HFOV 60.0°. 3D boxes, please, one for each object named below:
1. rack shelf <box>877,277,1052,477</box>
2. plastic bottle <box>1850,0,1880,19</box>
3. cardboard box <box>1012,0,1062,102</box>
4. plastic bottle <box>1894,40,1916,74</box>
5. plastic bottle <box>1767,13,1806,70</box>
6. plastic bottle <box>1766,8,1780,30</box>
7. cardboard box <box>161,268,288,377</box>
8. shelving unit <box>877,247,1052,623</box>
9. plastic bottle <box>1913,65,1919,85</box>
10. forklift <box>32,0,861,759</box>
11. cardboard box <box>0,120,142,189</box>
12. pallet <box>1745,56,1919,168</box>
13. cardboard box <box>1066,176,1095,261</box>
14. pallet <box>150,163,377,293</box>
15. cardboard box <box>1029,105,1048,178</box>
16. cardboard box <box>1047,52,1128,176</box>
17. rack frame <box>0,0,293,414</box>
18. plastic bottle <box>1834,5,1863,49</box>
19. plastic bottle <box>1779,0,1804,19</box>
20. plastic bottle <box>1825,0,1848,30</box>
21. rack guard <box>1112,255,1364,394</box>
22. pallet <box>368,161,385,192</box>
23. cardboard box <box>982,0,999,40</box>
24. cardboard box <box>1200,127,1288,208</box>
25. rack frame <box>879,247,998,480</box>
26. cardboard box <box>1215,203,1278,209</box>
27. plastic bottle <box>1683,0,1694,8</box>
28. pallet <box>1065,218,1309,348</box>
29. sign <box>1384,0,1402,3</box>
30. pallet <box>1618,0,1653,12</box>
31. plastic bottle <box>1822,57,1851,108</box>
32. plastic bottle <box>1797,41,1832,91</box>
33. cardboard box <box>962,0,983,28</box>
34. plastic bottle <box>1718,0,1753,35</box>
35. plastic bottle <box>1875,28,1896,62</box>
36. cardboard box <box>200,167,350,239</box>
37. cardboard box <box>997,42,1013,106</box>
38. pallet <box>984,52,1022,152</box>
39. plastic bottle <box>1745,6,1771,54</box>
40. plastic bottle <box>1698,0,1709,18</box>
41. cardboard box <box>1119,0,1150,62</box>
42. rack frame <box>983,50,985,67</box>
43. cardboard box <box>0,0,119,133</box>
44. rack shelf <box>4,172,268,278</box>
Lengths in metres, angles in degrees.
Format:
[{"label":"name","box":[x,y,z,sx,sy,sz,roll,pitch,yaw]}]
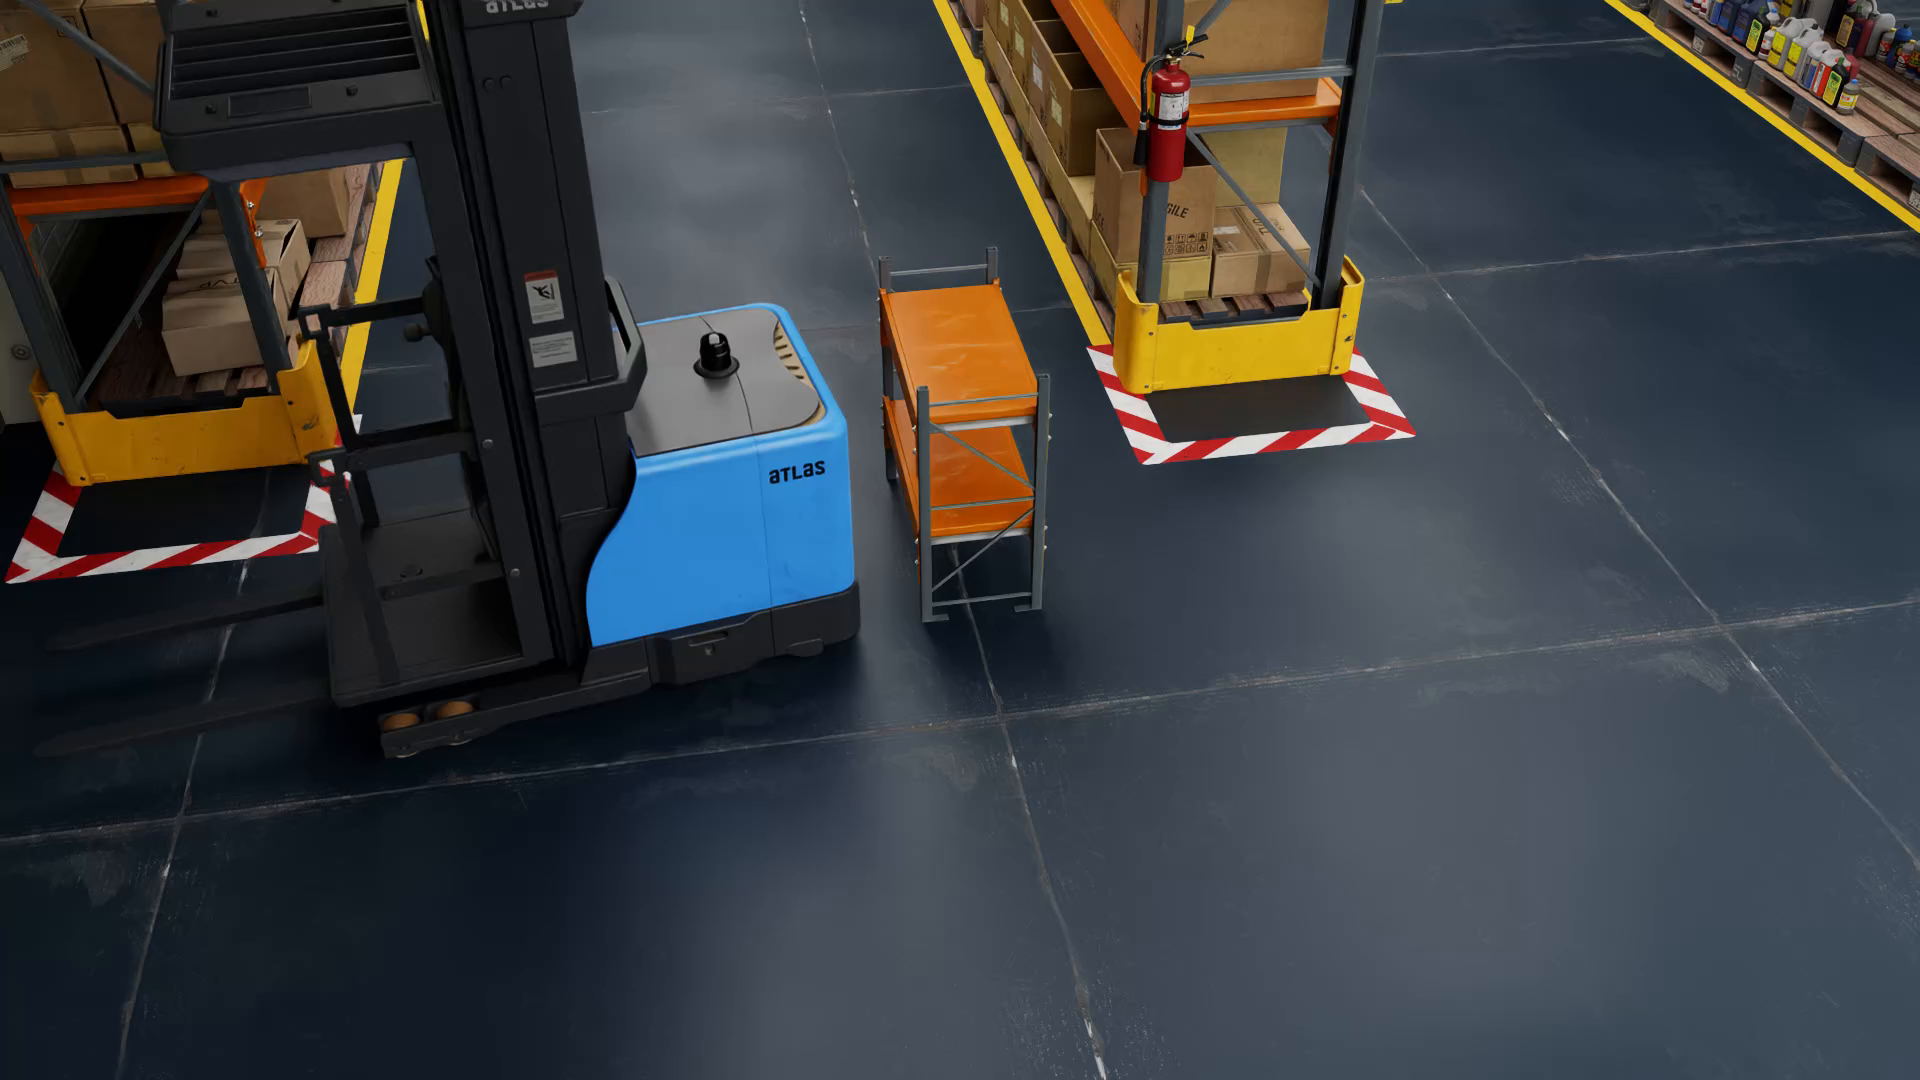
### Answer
[{"label":"rack shelf","box":[-0.001,-0.679,6.731,0.538,0.278,1.000,-6,38,-8]},{"label":"plastic bottle","box":[6.024,-3.483,11.088,0.144,0.351,0.185,-6,38,-8]},{"label":"cardboard box","box":[0.608,-2.952,9.892,0.500,0.500,0.500,-6,38,-8]},{"label":"plastic bottle","box":[6.132,-3.133,10.759,0.097,0.201,0.097,0,38,0]},{"label":"plastic bottle","box":[5.377,-3.249,10.787,0.144,0.351,0.185,-7,38,-8]},{"label":"plastic bottle","box":[5.366,-3.389,11.033,0.097,0.271,0.097,0,38,0]},{"label":"cardboard box","box":[-3.548,-1.082,8.031,0.500,0.311,0.500,-10,39,-13]},{"label":"shelving unit","box":[-0.001,-0.448,6.910,0.538,1.125,1.048,-6,38,-8]},{"label":"plastic bottle","box":[6.167,-3.040,10.583,0.097,0.271,0.097,0,38,0]},{"label":"forklift","box":[-1.973,-0.713,5.779,3.031,2.935,1.130,-12,39,-15]},{"label":"cardboard box","box":[-3.788,-1.753,7.167,0.500,0.250,0.500,-6,38,-7]},{"label":"pallet","box":[5.831,-2.774,10.649,1.003,0.211,1.213,-6,38,-8]},{"label":"cardboard box","box":[0.876,-1.750,8.957,0.500,0.250,0.500,-6,38,-8]},{"label":"pallet","box":[-3.847,-1.717,9.288,1.003,0.211,1.213,-6,38,-8]},{"label":"cardboard box","box":[0.701,-2.354,9.734,0.500,0.250,0.500,-6,38,-8]},{"label":"cardboard box","box":[0.784,-2.348,9.115,0.500,0.500,0.500,-6,38,-8]},{"label":"rack frame","box":[-3.516,-1.542,6.790,1.000,3.000,0.127,-6,38,-8]},{"label":"plastic bottle","box":[5.927,-3.429,11.075,0.061,0.283,0.133,-6,38,-8]},{"label":"plastic bottle","box":[5.792,-3.778,11.469,0.144,0.351,0.185,-6,38,-8]},{"label":"plastic bottle","box":[5.967,-3.678,11.339,0.144,0.351,0.185,-8,39,-10]},{"label":"rack guard","box":[1.365,-1.076,8.227,1.175,0.500,0.348,-6,38,-8]},{"label":"pallet","box":[-4.064,-2.455,10.238,1.003,0.211,1.213,-6,38,-8]},{"label":"cardboard box","box":[0.433,-3.556,10.670,0.500,0.500,0.500,-6,38,-8]},{"label":"cardboard box","box":[1.396,-2.103,8.800,0.500,0.500,0.500,-6,38,-8]},{"label":"rack frame","box":[-0.090,-0.755,7.305,0.500,1.125,0.032,-6,38,-8]},{"label":"cardboard box","box":[1.394,-1.807,9.030,0.500,0.250,0.500,-6,38,-8]},{"label":"plastic bottle","box":[5.161,-3.881,11.665,0.097,0.271,0.097,0,38,0]},{"label":"pallet","box":[1.185,-1.434,8.923,1.003,0.211,1.213,-6,38,-8]},{"label":"sign","box":[1.908,-2.507,7.261,0.100,0.325,0.005,-6,38,-8]},{"label":"pallet","box":[5.361,-4.393,12.732,1.003,0.211,1.213,-6,38,-8]},{"label":"plastic bottle","box":[5.446,-2.840,10.316,0.061,0.283,0.133,-5,38,-7]},{"label":"plastic bottle","box":[5.443,-3.007,10.537,0.152,0.276,0.135,-7,38,-9]},{"label":"cardboard box","box":[0.301,-3.793,11.586,0.500,0.250,0.500,-7,38,-8]},{"label":"plastic bottle","box":[5.270,-3.619,11.264,0.144,0.351,0.185,-5,38,-7]},{"label":"plastic bottle","box":[6.096,-3.257,10.919,0.097,0.201,0.097,0,38,0]},{"label":"cardboard box","box":[-3.728,-1.949,8.993,0.700,0.500,0.500,-9,39,-11]},{"label":"cardboard box","box":[0.525,-2.958,10.512,0.500,0.250,0.500,-6,38,-8]},{"label":"pallet","box":[0.758,-2.907,10.820,1.003,0.211,1.213,-6,38,-8]},{"label":"plastic bottle","box":[5.291,-3.375,11.004,0.061,0.283,0.133,-5,38,-6]},{"label":"plastic bottle","box":[5.197,-3.730,11.529,0.097,0.201,0.097,0,38,0]},{"label":"cardboard box","box":[1.195,-2.717,8.221,0.700,0.500,0.500,-5,38,-7]},{"label":"rack frame","box":[0.660,-4.493,10.589,1.000,3.000,0.127,-6,38,-8]},{"label":"cardboard box","box":[-3.807,-2.049,6.937,0.500,0.500,0.500,-7,38,-8]},{"label":"rack shelf","box":[-3.866,-2.466,8.566,1.077,0.370,4.000,-6,38,-8]}]
